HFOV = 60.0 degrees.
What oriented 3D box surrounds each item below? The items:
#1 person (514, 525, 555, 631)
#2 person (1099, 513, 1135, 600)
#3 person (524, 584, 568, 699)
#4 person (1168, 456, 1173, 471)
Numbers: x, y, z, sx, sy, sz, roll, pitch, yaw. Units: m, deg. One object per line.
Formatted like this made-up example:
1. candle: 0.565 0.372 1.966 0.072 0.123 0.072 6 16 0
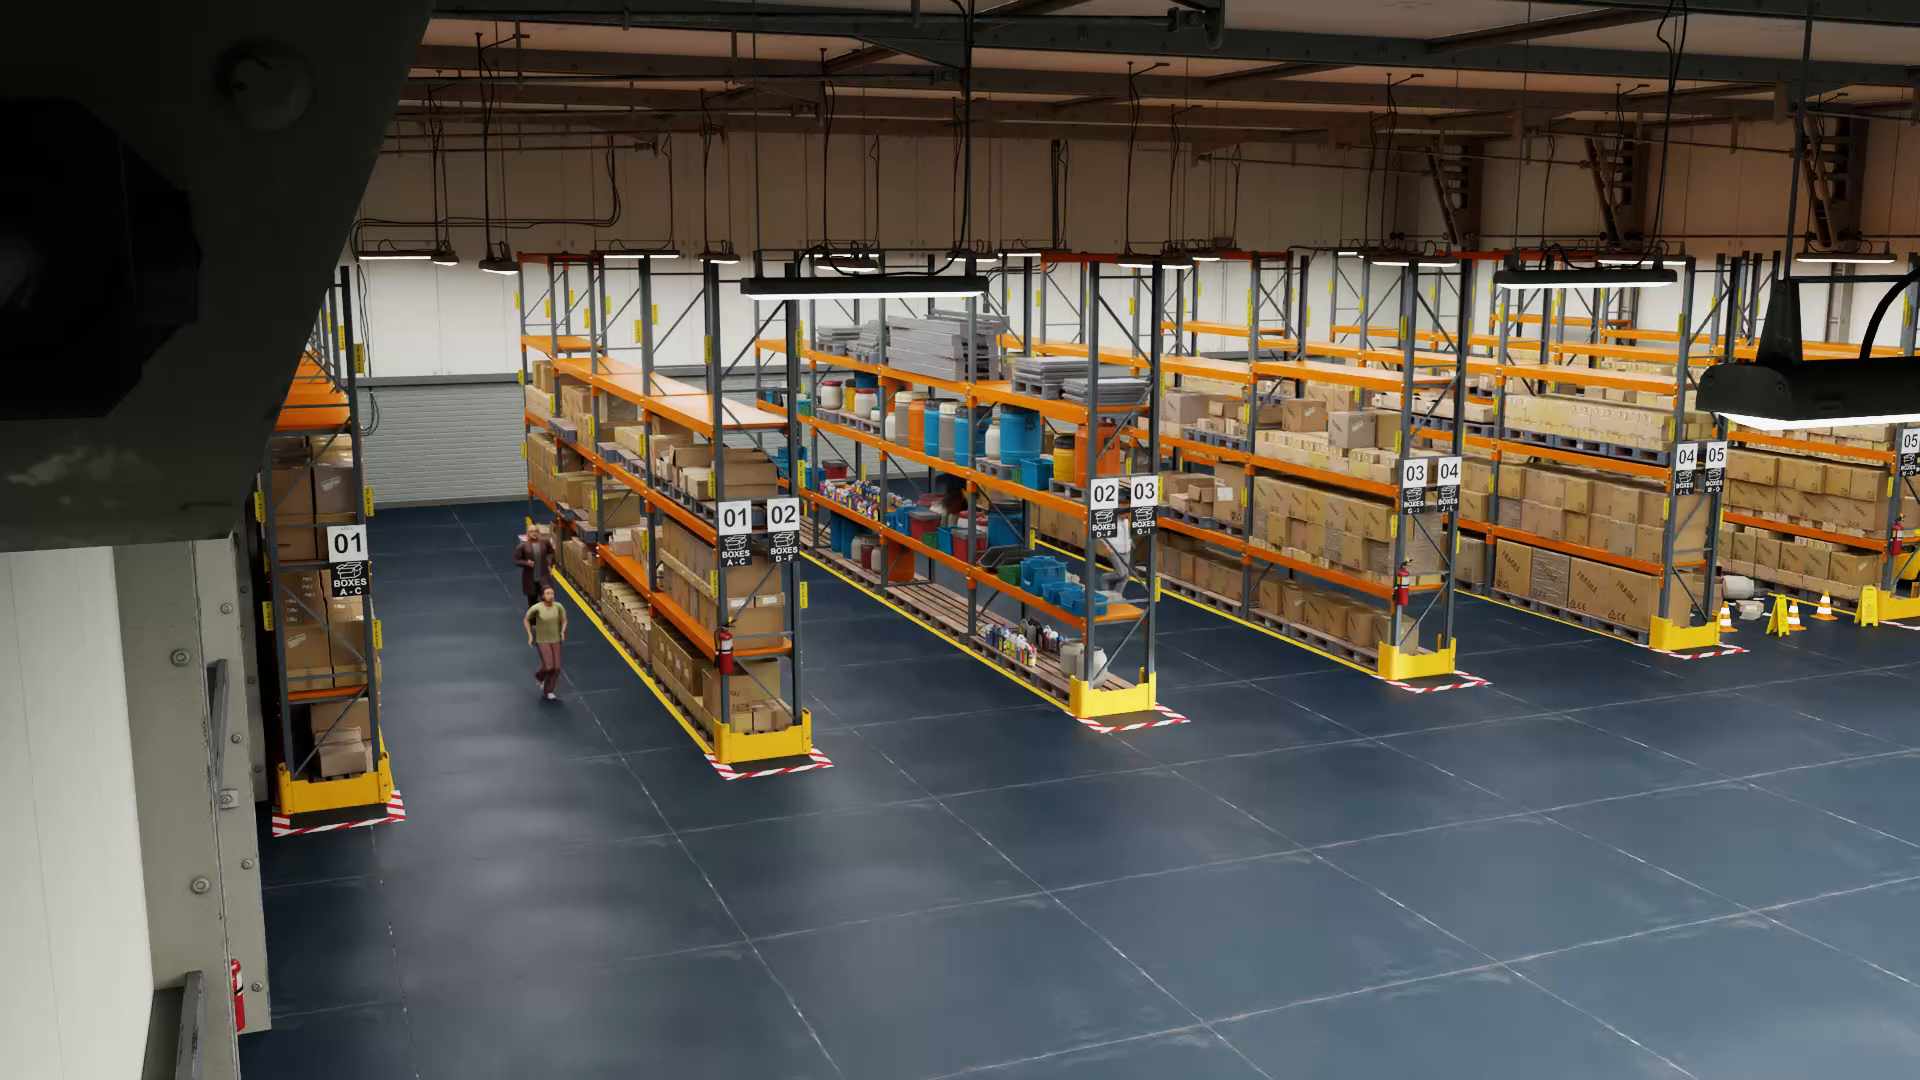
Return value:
1. person: -6.764 0.654 26.606 0.687 1.805 0.733 -5 11 -23
2. person: 2.612 0.177 27.676 0.545 1.730 0.581 -7 13 -35
3. person: -5.652 1.408 22.858 0.570 1.619 0.576 -7 12 -33
4. person: 5.456 -2.190 42.327 0.753 1.799 0.666 -8 13 -38
